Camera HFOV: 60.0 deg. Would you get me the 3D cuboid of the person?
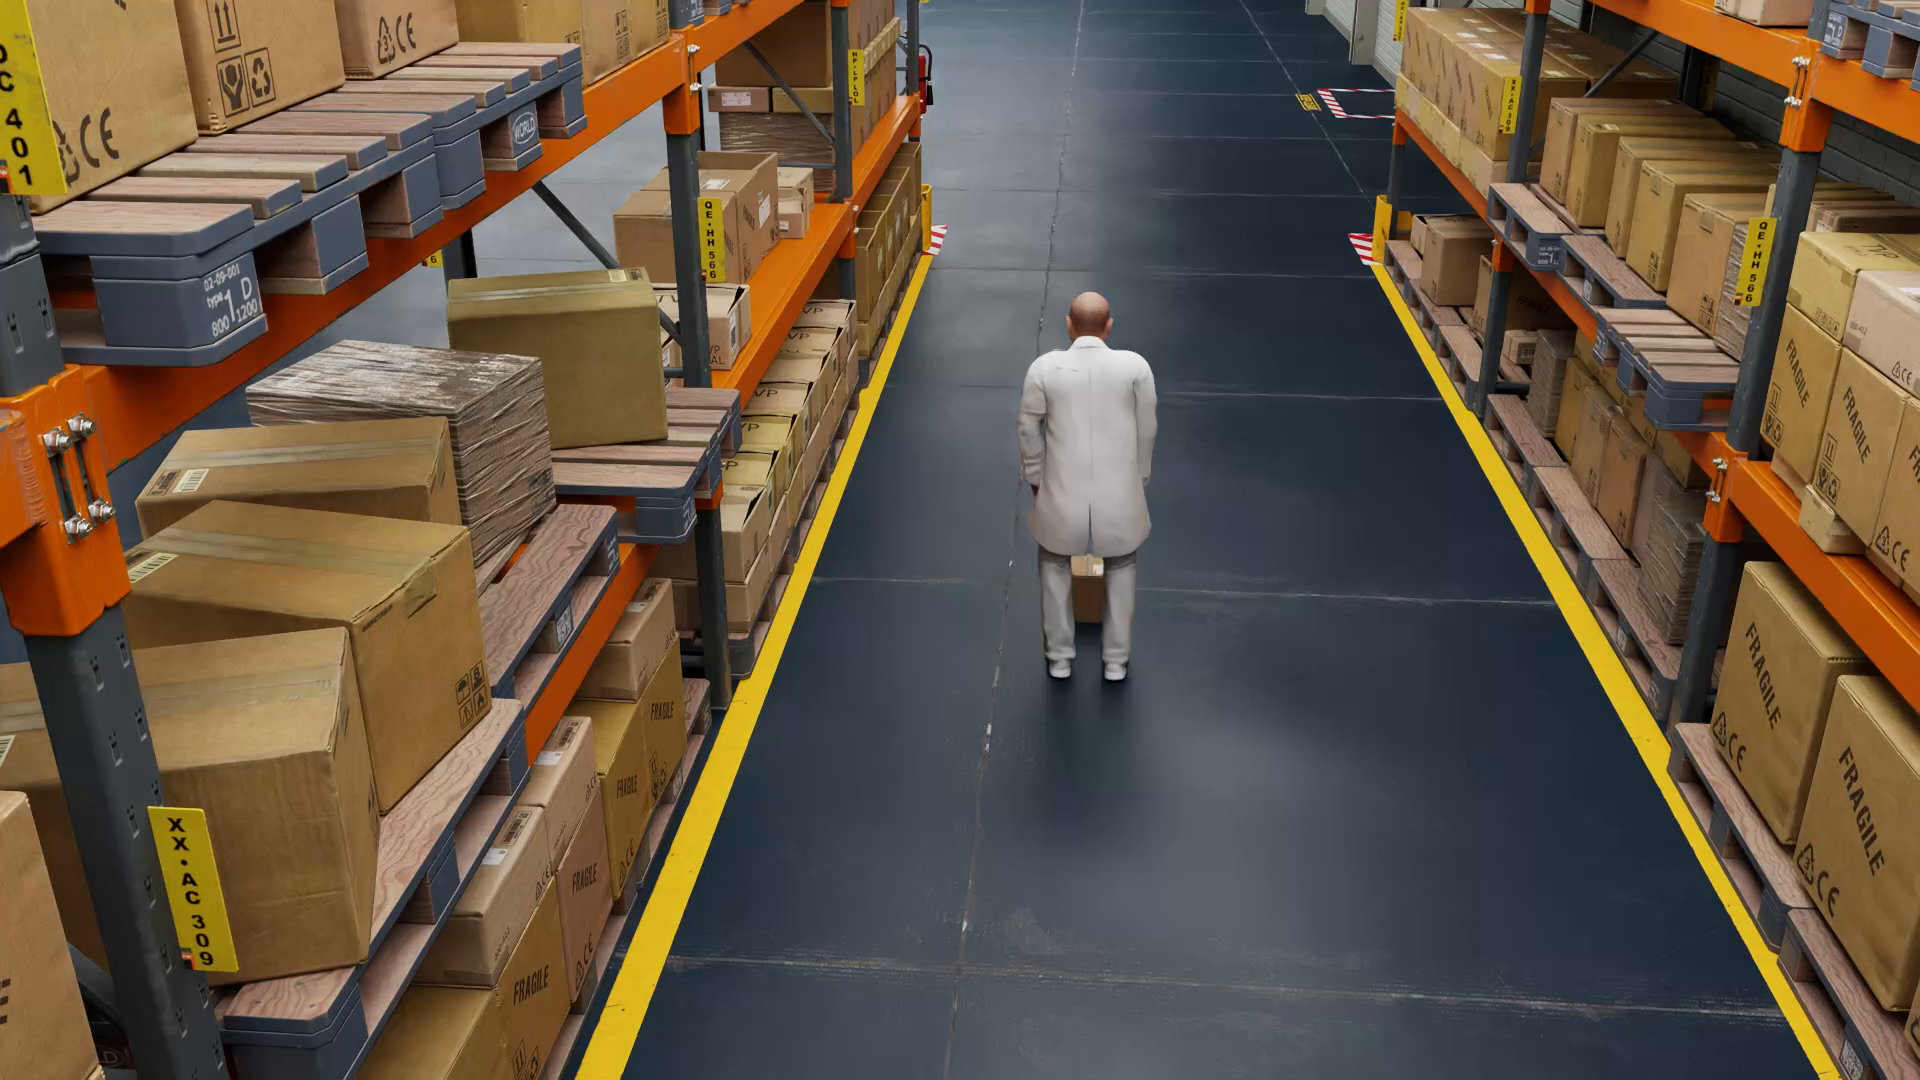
[{"bbox_3d":[0.540,-0.216,7.209,0.599,1.703,0.459,2,24,5],"label":"person"}]
